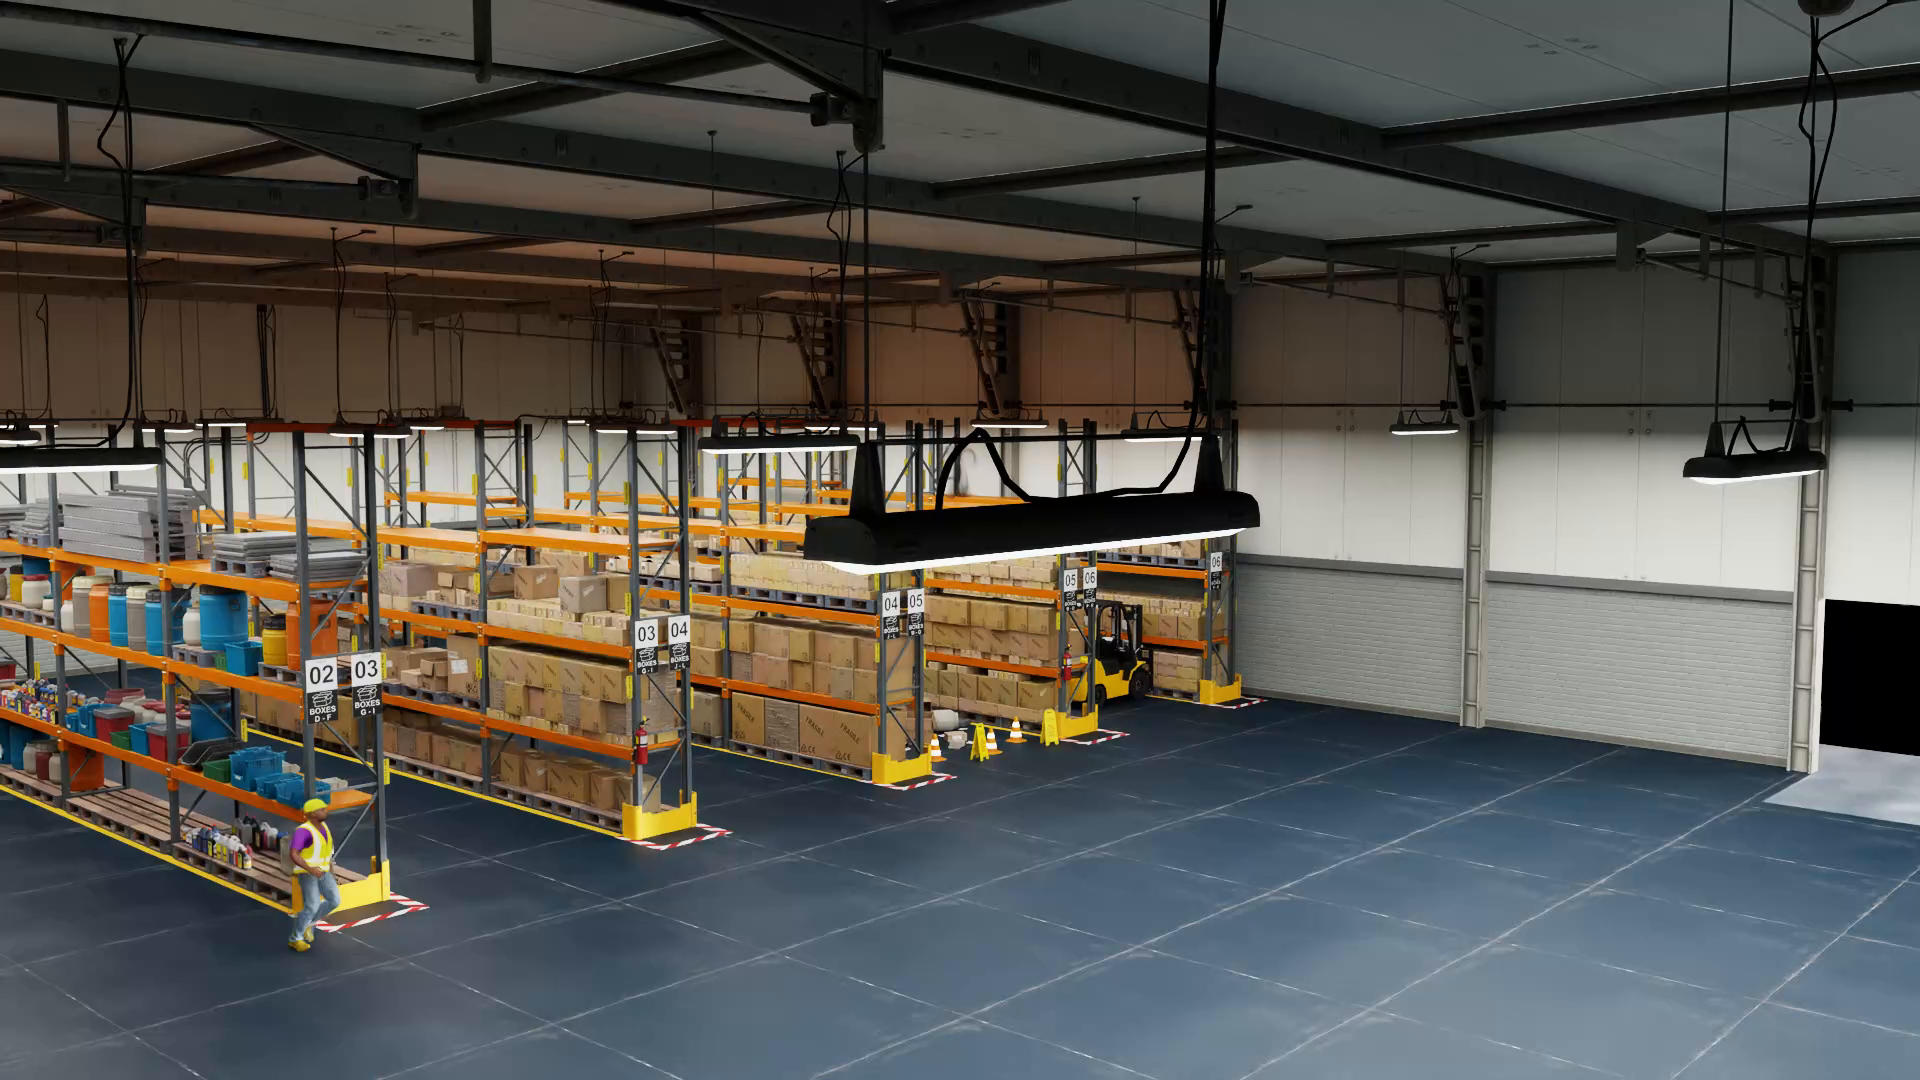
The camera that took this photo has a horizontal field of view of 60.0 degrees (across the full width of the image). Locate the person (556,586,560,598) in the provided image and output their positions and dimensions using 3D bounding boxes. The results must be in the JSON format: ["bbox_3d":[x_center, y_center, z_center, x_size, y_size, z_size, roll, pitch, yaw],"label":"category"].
[{"bbox_3d":[-10.725,1.795,44.950,0.566,1.694,0.929,2,5,23],"label":"person"}]

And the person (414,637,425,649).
[{"bbox_3d":[-10.606,2.784,32.686,0.917,1.756,0.653,3,5,32],"label":"person"}]

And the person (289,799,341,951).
[{"bbox_3d":[-7.526,3.882,19.484,0.531,1.698,0.763,1,5,13],"label":"person"}]

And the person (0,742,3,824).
[{"bbox_3d":[-14.884,3.522,25.293,0.557,1.548,0.893,-4,6,-43],"label":"person"}]
